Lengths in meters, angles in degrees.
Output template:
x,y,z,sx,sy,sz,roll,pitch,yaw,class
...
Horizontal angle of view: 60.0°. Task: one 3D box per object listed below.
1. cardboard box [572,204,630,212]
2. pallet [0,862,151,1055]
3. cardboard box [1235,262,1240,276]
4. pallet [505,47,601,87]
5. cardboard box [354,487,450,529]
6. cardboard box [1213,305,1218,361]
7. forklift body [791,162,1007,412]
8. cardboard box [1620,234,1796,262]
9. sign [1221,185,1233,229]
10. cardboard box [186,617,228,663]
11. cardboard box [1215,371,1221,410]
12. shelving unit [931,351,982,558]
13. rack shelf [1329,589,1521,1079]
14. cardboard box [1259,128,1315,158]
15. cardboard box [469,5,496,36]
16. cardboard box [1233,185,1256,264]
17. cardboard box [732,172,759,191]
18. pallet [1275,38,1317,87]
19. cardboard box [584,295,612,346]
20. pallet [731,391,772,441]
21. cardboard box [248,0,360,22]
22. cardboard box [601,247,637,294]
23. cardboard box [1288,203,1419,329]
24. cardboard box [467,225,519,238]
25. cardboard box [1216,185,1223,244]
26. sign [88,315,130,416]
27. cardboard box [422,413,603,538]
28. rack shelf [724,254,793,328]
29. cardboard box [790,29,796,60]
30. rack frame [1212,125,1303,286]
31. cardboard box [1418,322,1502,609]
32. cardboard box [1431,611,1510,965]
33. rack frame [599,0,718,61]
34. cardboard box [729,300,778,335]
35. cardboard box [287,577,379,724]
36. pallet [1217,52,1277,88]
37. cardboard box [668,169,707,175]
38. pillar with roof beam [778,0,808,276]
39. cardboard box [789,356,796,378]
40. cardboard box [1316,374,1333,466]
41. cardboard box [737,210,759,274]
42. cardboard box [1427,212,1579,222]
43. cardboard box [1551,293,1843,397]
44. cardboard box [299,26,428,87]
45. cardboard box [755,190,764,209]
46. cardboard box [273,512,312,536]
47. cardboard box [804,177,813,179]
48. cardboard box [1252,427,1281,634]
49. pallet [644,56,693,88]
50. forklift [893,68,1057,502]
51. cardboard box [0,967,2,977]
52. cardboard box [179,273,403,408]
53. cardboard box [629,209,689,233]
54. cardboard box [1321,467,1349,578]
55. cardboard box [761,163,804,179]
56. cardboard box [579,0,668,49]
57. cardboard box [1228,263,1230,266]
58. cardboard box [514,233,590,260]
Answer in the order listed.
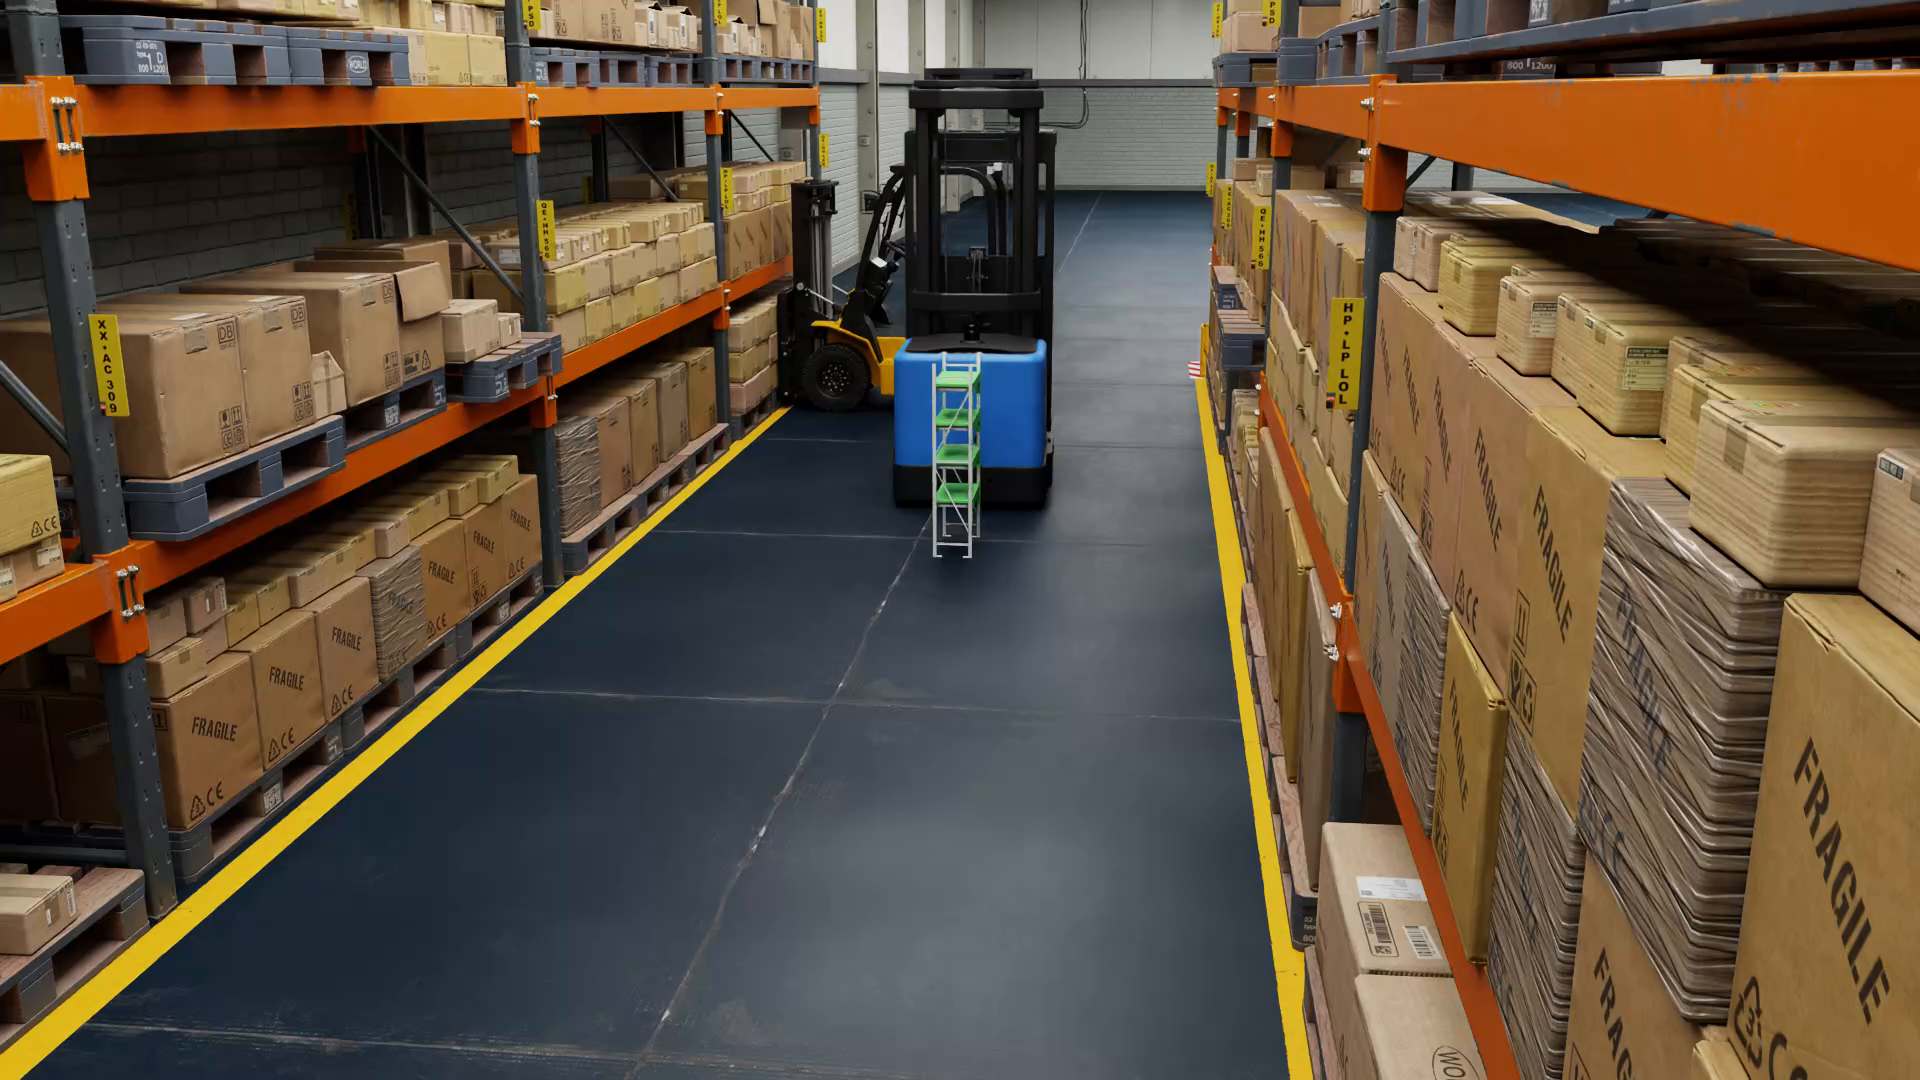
x,y,z,sx,sy,sz,roll,pitch,yaw,class
-2.697,-2.437,12.493,0.380,0.149,0.250,1,15,4,cardboard box
-3.343,1.371,5.188,1.003,0.211,1.213,2,15,6,pallet
2.157,-1.966,11.863,0.380,0.149,0.250,2,15,7,cardboard box
-2.826,-2.726,9.613,1.213,0.211,1.003,2,15,9,pallet
-2.766,-0.159,8.244,0.380,0.149,0.250,2,15,8,cardboard box
2.534,-1.885,14.913,0.500,0.500,0.500,2,15,7,cardboard box
-0.312,-2.310,15.086,2.313,2.155,1.214,2,15,6,forklift body
1.773,-0.633,3.908,0.380,0.149,0.250,2,15,6,cardboard box
2.030,-2.515,12.558,0.100,0.325,0.005,2,15,6,sign
-3.006,0.378,6.259,0.380,0.149,0.250,1,15,5,cardboard box
2.420,-1.258,14.031,0.500,0.250,0.500,1,15,5,cardboard box
-0.019,-0.536,10.347,0.258,1.200,0.503,2,15,6,shelving unit
1.442,0.858,3.121,1.077,0.370,4.000,2,15,6,rack shelf
3.116,-3.525,15.275,0.700,0.500,0.500,2,15,7,cardboard box
-2.614,-2.660,8.529,0.380,0.149,0.250,2,15,7,cardboard box
2.107,-2.107,11.140,0.500,0.500,0.500,2,15,6,cardboard box
-1.938,-3.076,14.287,0.380,0.149,0.250,1,15,5,cardboard box
2.099,-2.234,7.792,1.213,0.211,1.003,2,15,9,pallet
-2.459,-1.357,10.220,0.500,0.250,0.500,1,15,5,cardboard box
-2.231,-1.087,14.278,1.003,0.211,1.213,2,15,6,pallet
-2.688,-2.196,6.776,0.380,0.149,0.250,2,15,8,cardboard box
-2.386,-1.733,10.653,0.500,0.250,0.500,1,15,5,cardboard box
1.700,-1.193,7.221,0.500,0.500,0.500,2,15,8,cardboard box
-2.904,-1.910,10.546,0.380,0.149,0.250,2,15,6,cardboard box
2.581,-2.931,14.993,0.500,0.500,0.500,1,15,5,cardboard box
-2.725,-0.557,5.318,0.100,0.325,0.005,2,15,6,sign
-2.730,-0.409,10.171,0.875,0.625,0.625,2,15,8,cardboard box
-2.137,-2.400,15.168,1.077,0.370,4.000,2,15,6,rack shelf
-1.731,-4.610,15.480,0.396,0.266,0.258,2,15,6,cardboard box
3.022,-3.120,16.455,1.000,3.000,0.127,2,15,6,rack frame
1.241,-0.159,3.398,0.500,0.500,0.500,2,15,7,cardboard box
1.173,0.450,3.058,0.500,0.500,0.500,2,15,8,cardboard box
-2.362,-5.124,12.373,1.000,3.000,0.127,2,15,6,rack frame
-1.883,-1.964,14.727,0.500,0.250,0.500,2,15,8,cardboard box
-2.876,0.464,7.184,0.500,0.500,0.500,1,15,5,cardboard box
2.281,-3.014,10.676,1.213,0.211,1.003,2,15,6,pallet
-2.390,-3.221,14.823,0.380,0.149,0.250,2,15,8,cardboard box
2.070,-7.437,20.926,9.100,9.000,0.400,2,15,6,pillar with roof beam
-1.817,-1.616,15.356,0.500,0.250,0.500,2,15,8,cardboard box
1.525,-0.428,5.829,0.500,0.250,0.500,2,15,8,cardboard box
-2.010,-2.519,14.041,0.500,0.500,0.500,2,15,7,cardboard box
2.144,-1.042,6.661,0.500,0.500,0.500,1,15,5,cardboard box
1.195,-0.314,2.726,0.380,0.149,0.250,2,15,8,cardboard box
-2.743,-2.166,7.466,0.500,0.250,0.500,2,15,6,cardboard box
-1.903,-2.930,14.317,0.380,0.149,0.250,2,15,6,cardboard box
-3.275,-0.037,7.794,0.380,0.149,0.250,2,15,7,cardboard box
-1.672,-3.529,16.532,0.380,0.149,0.250,2,15,7,cardboard box
1.958,-0.046,8.351,0.875,0.875,0.875,2,15,6,cardboard box
-2.449,-3.355,11.942,0.805,0.209,1.217,1,15,4,pallet
0.160,-2.005,12.462,1.130,2.935,3.031,1,15,4,forklift
-3.076,1.209,4.876,0.396,0.266,0.258,2,15,8,cardboard box
-2.841,-0.861,7.104,0.700,0.500,0.500,2,15,6,cardboard box
-2.169,-2.293,11.961,0.380,0.149,0.250,1,15,5,cardboard box
1.468,-0.059,5.423,0.500,0.250,0.500,1,15,5,cardboard box
-1.739,-3.607,16.250,0.380,0.149,0.250,2,15,6,cardboard box
-2.288,-3.490,11.251,0.500,0.311,0.500,1,15,4,cardboard box
2.325,-2.119,13.233,0.380,0.149,0.250,2,15,8,cardboard box
-2.453,-1.763,10.001,0.380,0.149,0.250,2,15,8,cardboard box
